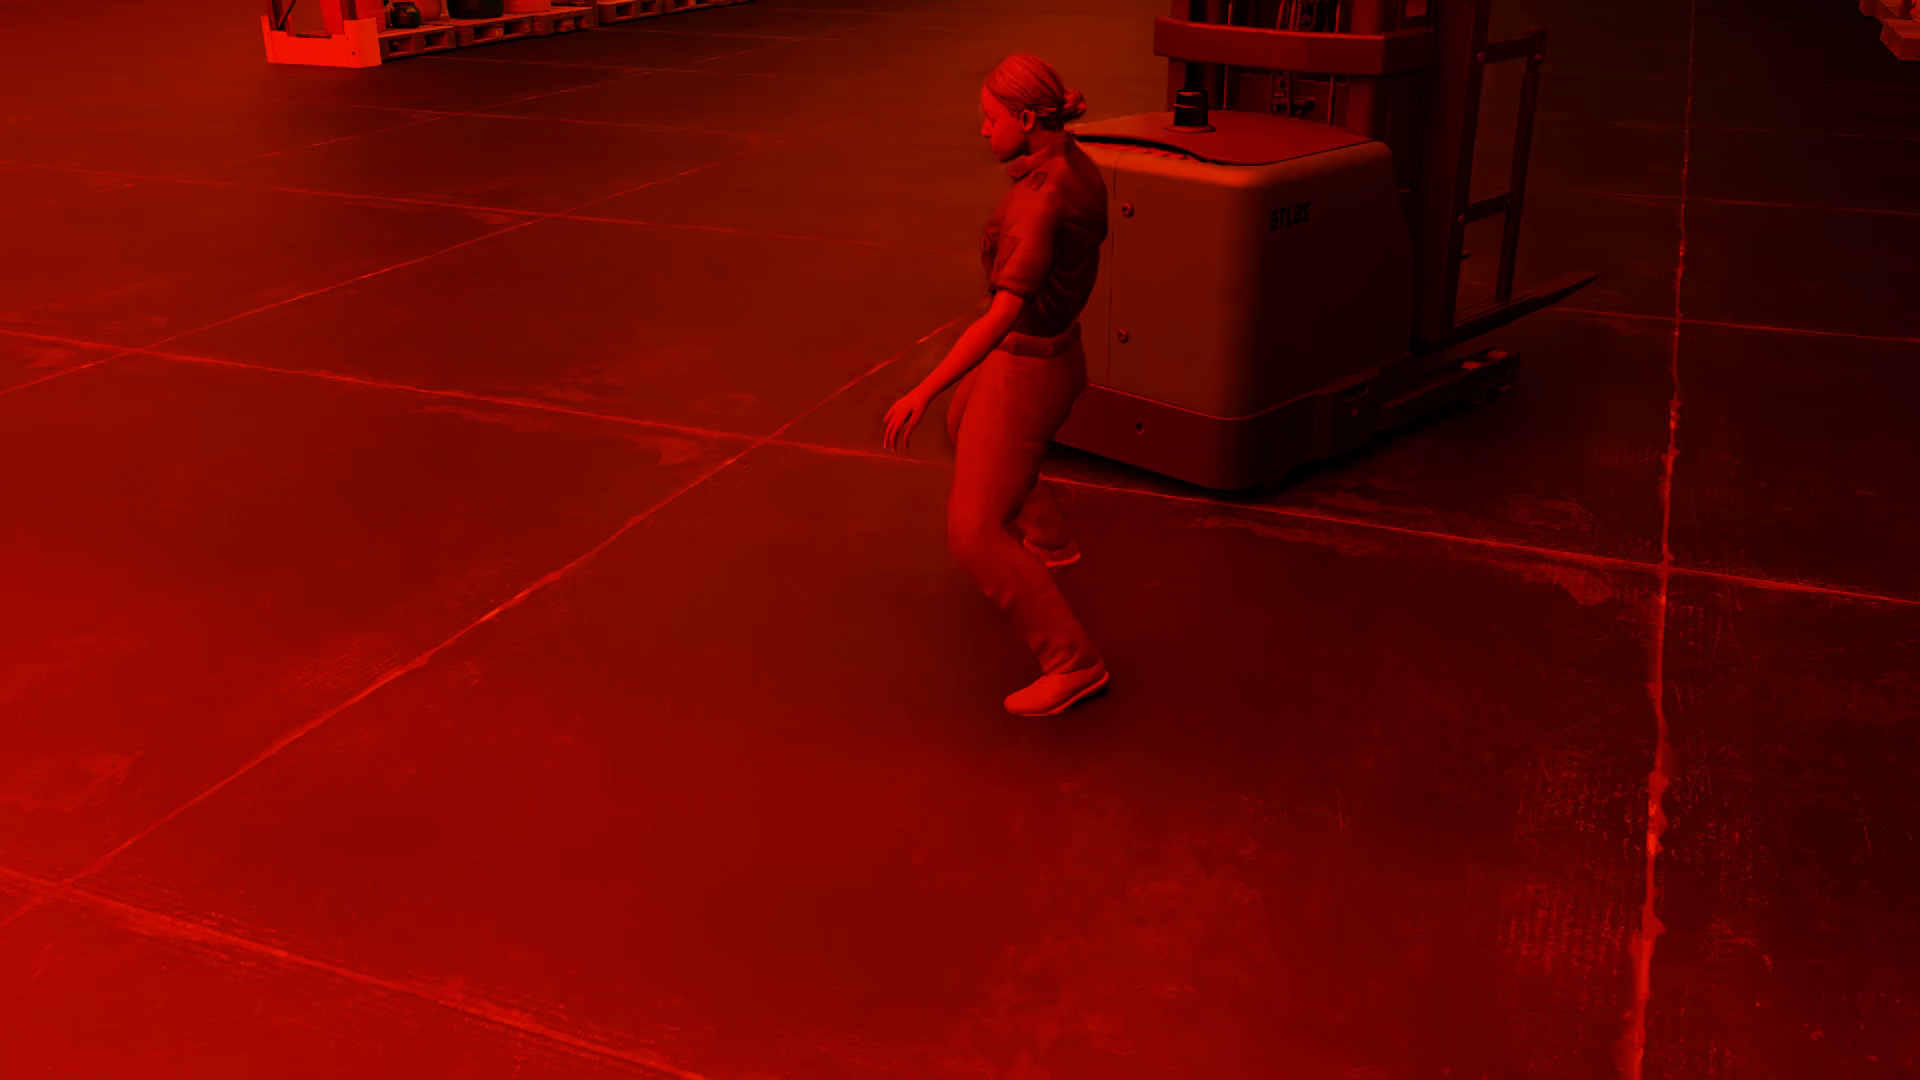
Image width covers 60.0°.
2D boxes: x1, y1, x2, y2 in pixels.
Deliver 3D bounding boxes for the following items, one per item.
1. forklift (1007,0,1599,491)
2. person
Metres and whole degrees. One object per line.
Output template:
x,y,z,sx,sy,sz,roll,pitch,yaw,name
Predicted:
1.527,-1.987,6.047,1.130,2.935,3.031,20,30,40,forklift
0.151,-0.422,4.152,0.619,1.550,0.863,8,24,19,person
